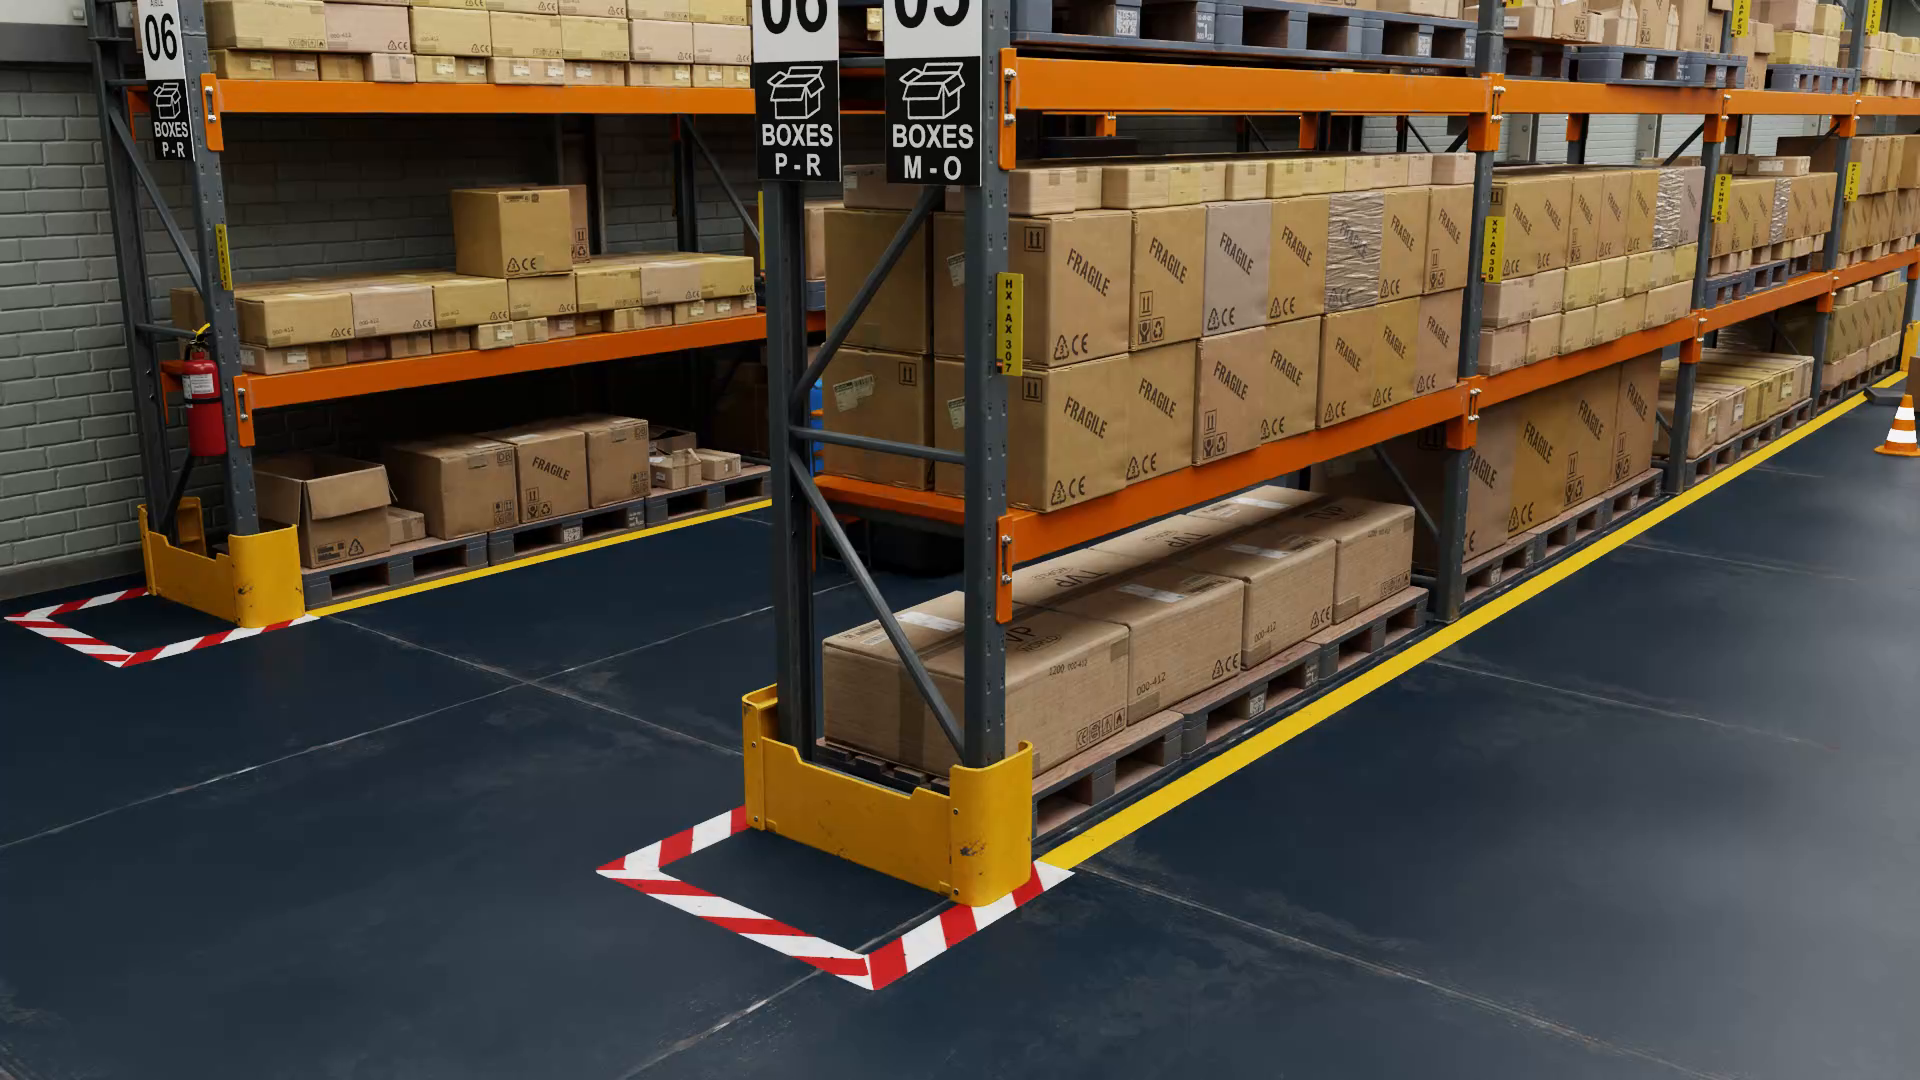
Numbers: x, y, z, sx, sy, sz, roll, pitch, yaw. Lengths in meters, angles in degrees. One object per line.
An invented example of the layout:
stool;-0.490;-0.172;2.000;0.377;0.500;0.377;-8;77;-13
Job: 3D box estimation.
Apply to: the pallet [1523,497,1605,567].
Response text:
pallet;3.438;-0.129;10.701;1.003;0.211;1.213;11;18;38

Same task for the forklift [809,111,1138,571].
forklift;0.427;-1.533;10.704;1.130;2.935;3.031;13;19;41

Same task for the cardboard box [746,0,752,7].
cardboard box;-1.479;-3.852;11.609;0.396;0.266;0.258;11;18;37

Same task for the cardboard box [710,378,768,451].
cardboard box;-1.539;-0.985;12.633;0.500;0.500;0.500;11;18;37

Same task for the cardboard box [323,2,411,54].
cardboard box;-3.337;-2.756;8.988;0.500;0.250;0.500;12;18;39

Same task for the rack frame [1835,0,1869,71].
rack frame;7.273;-5.526;14.098;1.000;3.000;0.127;11;18;38

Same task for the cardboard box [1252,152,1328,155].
cardboard box;1.569;-1.806;8.090;0.380;0.149;0.250;11;18;37

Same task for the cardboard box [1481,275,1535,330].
cardboard box;2.741;-1.296;8.923;0.500;0.250;0.500;11;18;36

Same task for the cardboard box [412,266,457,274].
cardboard box;-3.080;-1.581;10.454;0.500;0.250;0.500;11;18;37

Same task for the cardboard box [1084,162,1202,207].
cardboard box;0.683;-1.339;6.251;0.380;0.149;0.250;11;18;36

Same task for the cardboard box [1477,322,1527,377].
cardboard box;2.727;-1.057;8.996;0.500;0.250;0.500;11;18;36

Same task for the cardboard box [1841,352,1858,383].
cardboard box;8.181;-1.664;15.814;0.500;0.250;0.500;13;19;41

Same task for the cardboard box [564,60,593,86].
cardboard box;-2.448;-2.832;10.098;0.380;0.149;0.250;11;18;38

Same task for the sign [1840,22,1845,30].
sign;9.365;-5.346;17.706;0.100;0.325;0.005;11;18;38

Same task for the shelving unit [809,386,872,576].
shelving unit;-0.713;-0.401;9.739;0.258;1.200;0.189;13;24;42

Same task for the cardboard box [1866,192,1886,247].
cardboard box;8.390;-3.046;15.713;0.500;0.500;0.500;11;18;37

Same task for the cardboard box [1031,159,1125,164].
cardboard box;0.449;-1.463;6.739;0.380;0.149;0.250;11;18;37

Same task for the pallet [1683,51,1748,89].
pallet;4.396;-3.083;10.958;1.213;0.211;1.003;12;19;40

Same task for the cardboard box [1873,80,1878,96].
cardboard box;8.126;-4.120;15.166;0.380;0.149;0.250;12;19;39

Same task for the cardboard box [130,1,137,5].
cardboard box;-4.069;-2.983;8.868;0.500;0.250;0.500;11;18;36

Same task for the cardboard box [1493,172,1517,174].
cardboard box;2.984;-1.938;9.925;0.500;0.500;0.500;12;19;39

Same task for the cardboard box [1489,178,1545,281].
cardboard box;2.746;-1.659;8.827;0.500;0.500;0.500;12;18;38

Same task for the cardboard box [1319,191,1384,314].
cardboard box;1.526;-1.291;7.380;0.500;0.500;0.500;12;18;38

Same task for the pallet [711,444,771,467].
pallet;-1.136;-0.664;12.807;1.003;0.211;1.213;11;18;38

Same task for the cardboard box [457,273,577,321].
cardboard box;-2.699;-1.500;10.134;0.500;0.250;0.500;11;18;36

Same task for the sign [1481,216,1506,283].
sign;2.678;-1.459;8.353;0.100;0.325;0.005;11;18;38

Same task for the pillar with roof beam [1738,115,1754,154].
pillar with roof beam;19.447;-9.846;31.106;9.100;9.000;0.400;11;18;38

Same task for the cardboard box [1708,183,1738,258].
cardboard box;5.222;-2.299;11.919;0.500;0.500;0.500;11;18;36

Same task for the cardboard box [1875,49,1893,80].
cardboard box;8.080;-4.286;15.009;0.500;0.250;0.500;11;18;37

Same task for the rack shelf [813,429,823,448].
rack shelf;-0.724;-0.587;9.680;0.258;0.103;0.180;13;24;42

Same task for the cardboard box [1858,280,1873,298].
cardboard box;8.468;-2.403;15.883;0.380;0.149;0.250;13;19;41

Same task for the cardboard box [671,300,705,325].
cardboard box;-1.913;-1.525;11.044;0.380;0.149;0.250;12;18;39

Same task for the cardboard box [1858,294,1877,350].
cardboard box;8.509;-2.127;16.112;0.500;0.500;0.500;12;19;40

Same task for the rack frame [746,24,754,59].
rack frame;-1.618;-4.761;11.088;1.000;3.000;0.127;11;18;38

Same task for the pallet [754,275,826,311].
pallet;-1.031;-1.897;12.387;1.003;0.211;1.213;11;18;38

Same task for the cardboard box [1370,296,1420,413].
cardboard box;1.834;-0.907;7.897;0.500;0.500;0.500;11;18;36

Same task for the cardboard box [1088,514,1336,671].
cardboard box;1.205;0.227;7.987;0.875;0.438;0.875;11;18;36

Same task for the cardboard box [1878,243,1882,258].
cardboard box;8.669;-2.803;16.076;0.380;0.149;0.250;11;18;37

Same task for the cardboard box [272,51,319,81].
cardboard box;-3.606;-2.499;8.785;0.380;0.149;0.250;12;18;39

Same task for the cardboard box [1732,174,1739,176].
cardboard box;6.120;-2.780;13.815;0.500;0.500;0.500;11;18;37

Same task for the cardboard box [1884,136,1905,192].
cardboard box;8.393;-3.533;15.598;0.700;0.500;0.500;11;18;36

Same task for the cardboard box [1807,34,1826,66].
cardboard box;6.697;-3.972;13.528;0.500;0.250;0.500;12;18;38

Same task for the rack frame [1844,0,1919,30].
rack frame;9.788;-6.292;17.114;1.000;3.000;0.127;11;18;38

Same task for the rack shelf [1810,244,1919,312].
rack shelf;8.531;-2.653;16.433;1.077;0.370;4.000;11;18;38

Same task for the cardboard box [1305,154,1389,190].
cardboard box;1.740;-1.694;7.648;0.380;0.149;0.250;11;18;37

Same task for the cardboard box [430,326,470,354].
cardboard box;-3.081;-1.188;9.719;0.380;0.149;0.250;12;18;38

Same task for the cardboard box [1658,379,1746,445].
cardboard box;5.580;-1.031;13.075;0.950;0.372;0.625;11;18;36

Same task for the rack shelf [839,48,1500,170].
rack shelf;0.988;-1.808;7.018;1.077;0.370;4.000;11;18;38

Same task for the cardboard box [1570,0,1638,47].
cardboard box;3.666;-2.974;9.566;0.396;0.266;0.258;13;19;42

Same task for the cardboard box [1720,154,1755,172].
cardboard box;6.703;-3.293;14.517;0.380;0.149;0.250;11;18;37

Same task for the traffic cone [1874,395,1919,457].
traffic cone;7.583;-0.935;13.362;0.336;0.463;0.334;11;18;38

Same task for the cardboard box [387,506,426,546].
cardboard box;-3.376;-0.087;9.811;0.380;0.149;0.250;10;18;35

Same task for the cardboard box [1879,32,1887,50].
cardboard box;8.039;-4.450;14.846;0.380;0.149;0.250;11;18;36

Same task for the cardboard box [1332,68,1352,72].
cardboard box;3.929;-5.009;17.609;0.380;0.149;0.250;12;18;39

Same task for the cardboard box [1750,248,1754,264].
cardboard box;5.947;-2.229;12.964;0.380;0.149;0.250;12;19;40
